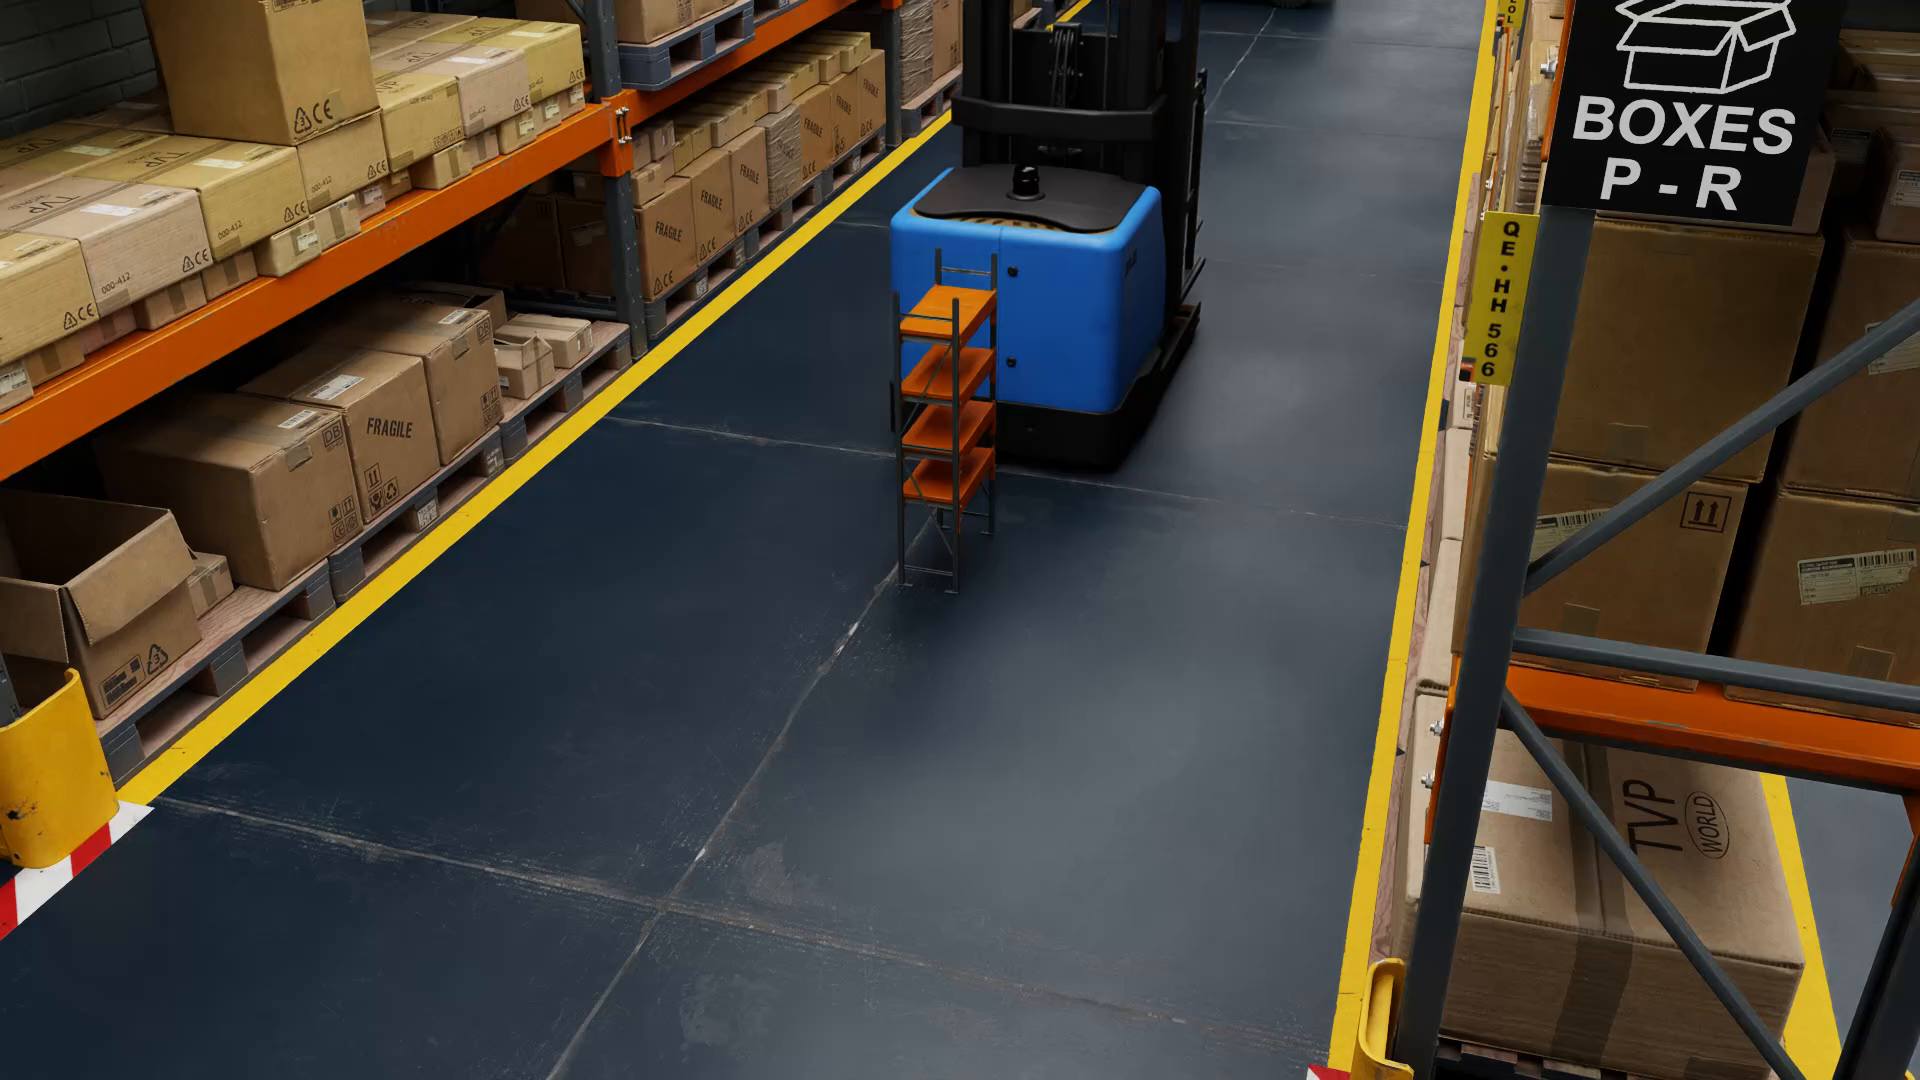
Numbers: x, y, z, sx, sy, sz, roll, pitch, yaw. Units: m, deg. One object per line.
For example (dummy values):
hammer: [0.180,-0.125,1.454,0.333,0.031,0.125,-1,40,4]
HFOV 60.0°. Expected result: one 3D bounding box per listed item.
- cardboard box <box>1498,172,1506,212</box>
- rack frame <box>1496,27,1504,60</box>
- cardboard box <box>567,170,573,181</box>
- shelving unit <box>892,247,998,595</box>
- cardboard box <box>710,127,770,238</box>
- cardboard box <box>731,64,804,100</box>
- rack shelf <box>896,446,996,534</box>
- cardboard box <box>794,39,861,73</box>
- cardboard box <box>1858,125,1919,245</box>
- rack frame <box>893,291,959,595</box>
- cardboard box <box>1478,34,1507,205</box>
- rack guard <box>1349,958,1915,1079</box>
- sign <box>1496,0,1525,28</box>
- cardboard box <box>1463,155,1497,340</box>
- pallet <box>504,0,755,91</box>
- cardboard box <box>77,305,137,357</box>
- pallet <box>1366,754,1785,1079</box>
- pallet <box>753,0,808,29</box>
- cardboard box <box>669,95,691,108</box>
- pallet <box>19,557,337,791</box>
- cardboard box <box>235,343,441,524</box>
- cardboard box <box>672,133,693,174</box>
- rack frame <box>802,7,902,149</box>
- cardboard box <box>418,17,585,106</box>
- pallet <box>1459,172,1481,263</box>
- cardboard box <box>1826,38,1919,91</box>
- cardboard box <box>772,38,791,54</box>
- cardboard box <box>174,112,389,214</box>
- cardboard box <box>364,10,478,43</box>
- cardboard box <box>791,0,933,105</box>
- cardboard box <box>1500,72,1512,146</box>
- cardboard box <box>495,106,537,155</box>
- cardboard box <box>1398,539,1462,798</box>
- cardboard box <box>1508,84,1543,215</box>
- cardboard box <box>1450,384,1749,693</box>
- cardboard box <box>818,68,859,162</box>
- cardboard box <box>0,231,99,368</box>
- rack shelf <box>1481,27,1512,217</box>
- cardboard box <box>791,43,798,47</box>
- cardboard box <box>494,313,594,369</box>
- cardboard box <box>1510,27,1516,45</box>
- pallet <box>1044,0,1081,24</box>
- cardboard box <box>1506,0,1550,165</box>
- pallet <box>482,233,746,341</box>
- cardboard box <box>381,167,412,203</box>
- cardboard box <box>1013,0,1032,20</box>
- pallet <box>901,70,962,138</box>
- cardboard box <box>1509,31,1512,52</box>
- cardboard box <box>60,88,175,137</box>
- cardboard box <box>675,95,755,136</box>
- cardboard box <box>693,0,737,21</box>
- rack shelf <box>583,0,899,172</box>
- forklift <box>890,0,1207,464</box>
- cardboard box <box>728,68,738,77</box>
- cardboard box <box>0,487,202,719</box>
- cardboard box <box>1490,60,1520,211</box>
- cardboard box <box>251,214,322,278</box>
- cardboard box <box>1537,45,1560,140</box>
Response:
cardboard box: [1.822,-0.758,4.924,0.500,0.500,0.500,9,30,16]
rack frame: [5.013,-5.316,13.220,1.000,3.000,0.127,8,30,15]
cardboard box: [-2.177,-2.014,8.757,0.380,0.149,0.250,9,30,15]
shelving unit: [-0.049,-0.447,6.320,0.258,1.200,0.503,8,30,15]
cardboard box: [-1.427,-2.068,9.522,0.500,0.500,0.500,8,30,13]
cardboard box: [-1.174,-2.793,10.157,0.380,0.149,0.250,8,30,14]
rack shelf: [-0.049,-0.215,6.449,0.258,0.148,0.480,8,30,15]
cardboard box: [-0.860,-3.141,10.783,0.380,0.149,0.250,7,30,12]
cardboard box: [1.860,-0.629,2.996,0.380,0.149,0.250,9,30,16]
rack frame: [-0.120,-0.334,6.116,0.240,1.200,0.015,8,30,15]
cardboard box: [3.557,-2.403,9.737,0.875,0.875,0.875,8,30,14]
rack guard: [1.484,1.365,3.783,1.175,0.500,0.348,8,30,15]
sign: [2.143,-2.142,6.406,0.100,0.325,0.005,8,30,15]
cardboard box: [2.770,-1.152,7.490,0.875,0.875,0.875,9,30,16]
pallet: [-1.742,-2.576,8.493,1.003,0.211,1.213,8,30,15]
cardboard box: [-2.822,-0.701,5.183,0.380,0.149,0.250,8,30,14]
pallet: [1.651,1.097,4.561,1.003,0.211,1.213,8,30,15]
pallet: [-1.474,-3.175,9.569,1.003,0.211,1.213,8,30,15]
cardboard box: [-1.806,-2.612,9.832,0.380,0.149,0.250,7,30,13]
pallet: [-3.000,0.367,5.873,1.003,0.211,1.213,8,30,15]
cardboard box: [-2.446,-0.431,6.578,0.500,0.500,0.500,9,30,16]
cardboard box: [-1.650,-2.068,8.855,0.380,0.149,0.250,7,30,12]
rack frame: [-0.907,-4.163,11.148,1.000,3.000,0.127,8,30,15]
cardboard box: [-1.998,-2.097,7.283,0.500,0.250,0.500,9,30,16]
pallet: [3.536,-1.883,9.917,1.003,0.211,1.213,8,30,15]
cardboard box: [2.114,-0.990,3.645,0.380,0.149,0.250,8,30,13]
cardboard box: [-1.358,-3.340,11.141,0.380,0.149,0.250,10,31,17]
cardboard box: [-2.441,-1.393,6.018,0.500,0.250,0.500,8,30,14]
cardboard box: [-2.485,-2.177,7.427,0.500,0.250,0.500,8,30,14]
cardboard box: [-0.711,-3.597,12.141,0.875,0.625,0.625,9,30,16]
cardboard box: [2.556,-1.777,7.013,0.500,0.250,0.500,8,30,14]
cardboard box: [-2.042,-1.762,7.090,0.380,0.149,0.250,9,30,16]
cardboard box: [1.850,0.450,5.060,0.875,0.438,0.875,9,30,16]
cardboard box: [1.530,-0.725,3.836,0.500,0.500,0.500,9,30,15]
cardboard box: [1.379,-0.045,3.642,0.500,0.500,0.500,9,30,15]
cardboard box: [-0.983,-2.796,10.830,0.500,0.500,0.500,8,30,14]
cardboard box: [-2.865,-0.682,4.739,0.500,0.250,0.500,9,30,15]
rack shelf: [3.252,-2.213,8.382,1.077,0.370,4.000,8,30,15]
cardboard box: [-1.299,-3.099,11.374,0.500,0.500,0.500,10,31,17]
cardboard box: [-1.964,-0.941,7.857,0.380,0.149,0.250,8,30,13]
cardboard box: [2.848,-2.465,7.736,0.500,0.250,0.500,9,30,16]
pallet: [0.540,-5.167,15.821,1.003,0.211,1.213,8,30,15]
cardboard box: [1.978,-1.421,5.088,0.500,0.500,0.500,9,30,16]
pallet: [-1.879,-1.469,9.174,1.003,0.211,1.213,8,30,15]
cardboard box: [-2.376,-1.417,6.471,0.380,0.149,0.250,9,30,16]
cardboard box: [0.125,-4.924,14.526,0.875,0.625,0.625,10,31,17]
pallet: [-0.628,-3.322,12.504,1.003,0.211,1.213,8,30,15]
cardboard box: [3.161,-2.716,8.700,0.500,0.250,0.500,9,30,17]
cardboard box: [-2.918,-1.473,6.161,0.500,0.250,0.500,8,30,15]
cardboard box: [-1.398,-2.424,9.493,0.380,0.149,0.250,10,30,17]
cardboard box: [-1.573,-2.965,8.460,0.700,0.500,0.500,9,30,15]
rack shelf: [-1.494,-2.919,9.653,1.077,0.370,4.000,8,30,15]
forklift: [0.622,-2.311,7.889,1.130,2.935,3.031,9,30,15]
cardboard box: [-1.627,-2.980,10.494,0.380,0.149,0.250,7,30,13]
cardboard box: [-2.985,0.191,5.457,0.797,0.503,0.637,7,30,13]
cardboard box: [2.277,-1.461,6.188,0.500,0.500,0.500,9,30,17]
cardboard box: [-2.471,-1.041,5.794,0.380,0.149,0.250,8,30,13]
cardboard box: [1.452,-0.952,3.577,0.380,0.149,0.250,8,30,14]
